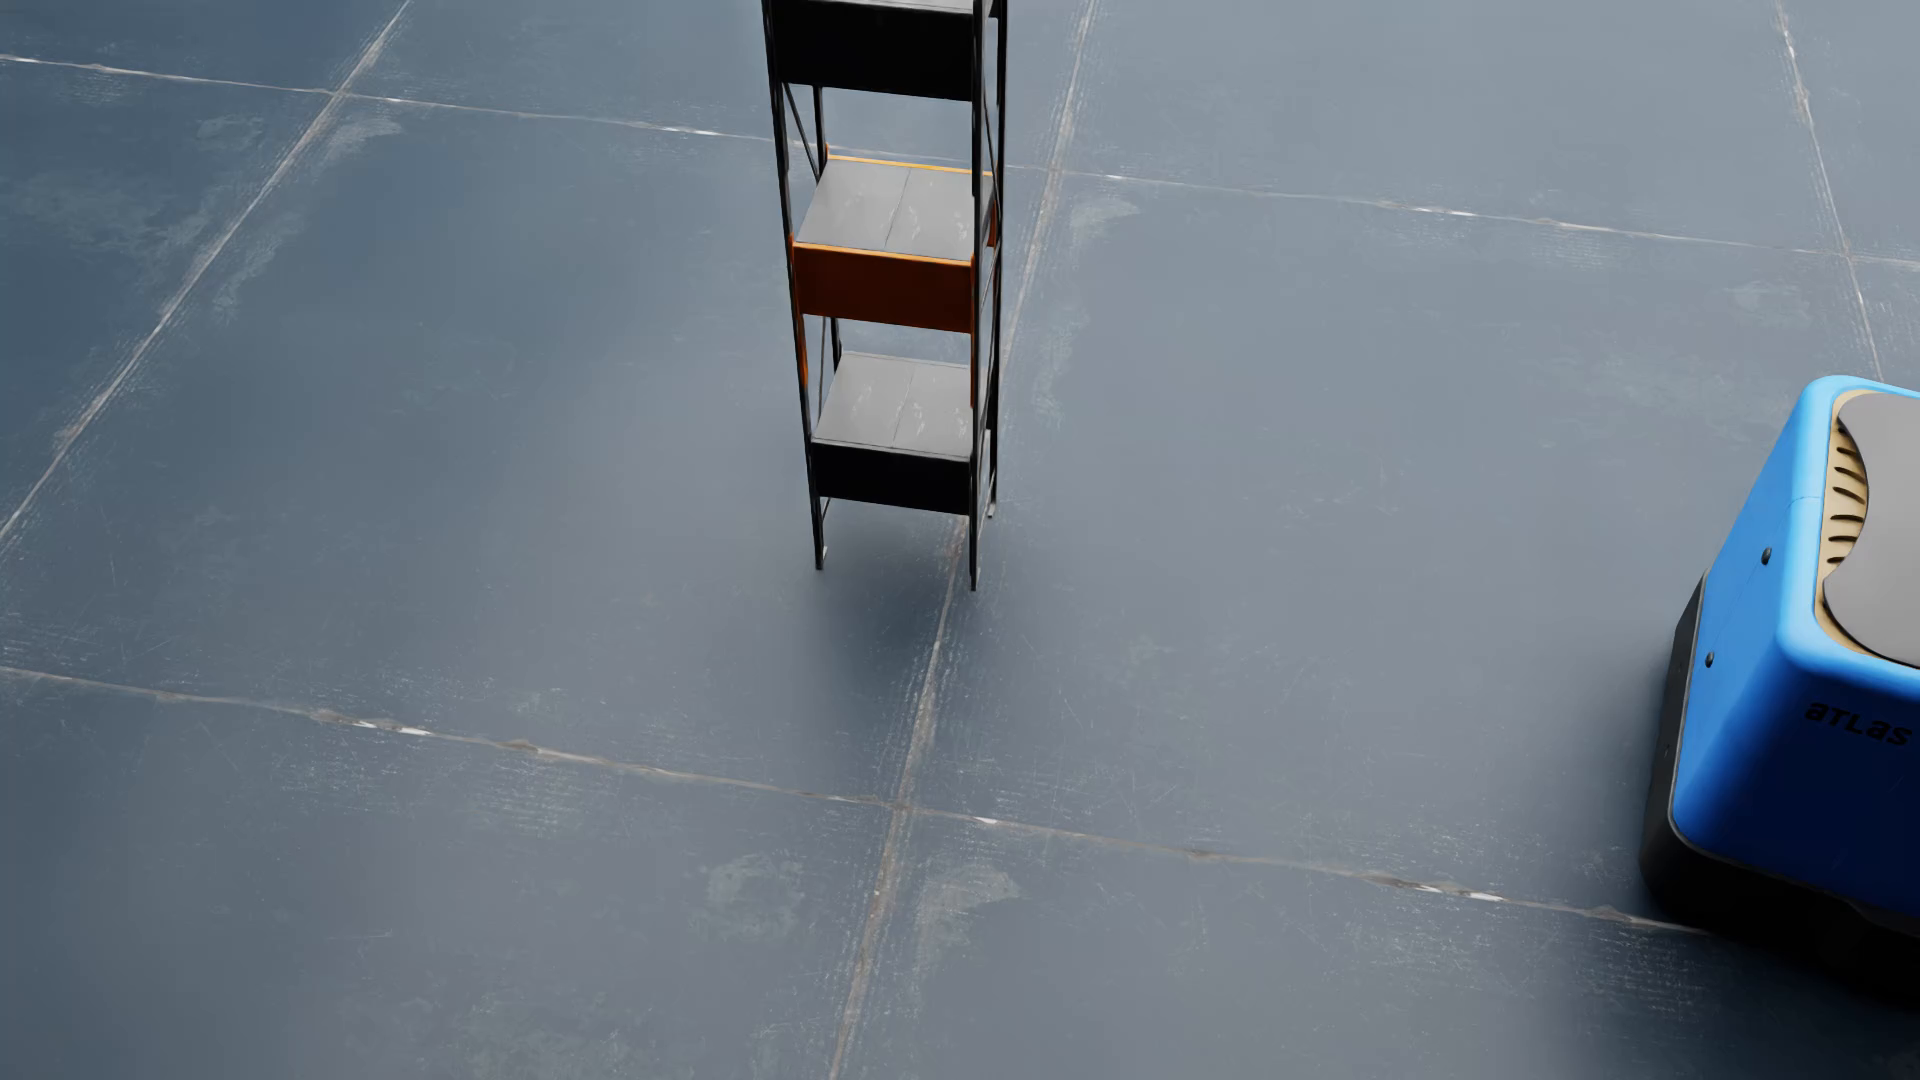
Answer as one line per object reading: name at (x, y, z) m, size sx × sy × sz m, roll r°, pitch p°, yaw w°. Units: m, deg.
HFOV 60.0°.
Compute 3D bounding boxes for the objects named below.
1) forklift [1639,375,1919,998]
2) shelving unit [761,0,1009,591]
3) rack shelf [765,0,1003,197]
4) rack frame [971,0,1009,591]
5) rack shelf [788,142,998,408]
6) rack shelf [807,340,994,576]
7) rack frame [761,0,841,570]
forklift at (3.355, 0.053, 3.232) m, size 3.031 × 2.935 × 1.130 m, roll 17°, pitch 50°, yaw 15°
shelving unit at (-0.163, -0.724, 4.489) m, size 0.503 × 2.100 × 0.431 m, roll 8°, pitch 49°, yaw 7°
rack shelf at (-0.163, -1.182, 3.978) m, size 0.480 × 0.518 × 0.431 m, roll 8°, pitch 49°, yaw 7°
rack frame at (0.077, -0.691, 4.460) m, size 0.015 × 2.100 × 0.400 m, roll 8°, pitch 49°, yaw 7°
rack shelf at (-0.163, -0.715, 4.499) m, size 0.480 × 0.518 × 0.431 m, roll 8°, pitch 49°, yaw 7°
rack shelf at (-0.163, -0.247, 5.019) m, size 0.480 × 0.518 × 0.431 m, roll 8°, pitch 49°, yaw 7°
rack frame at (-0.403, -0.756, 4.518) m, size 0.015 × 2.100 × 0.400 m, roll 8°, pitch 49°, yaw 7°
